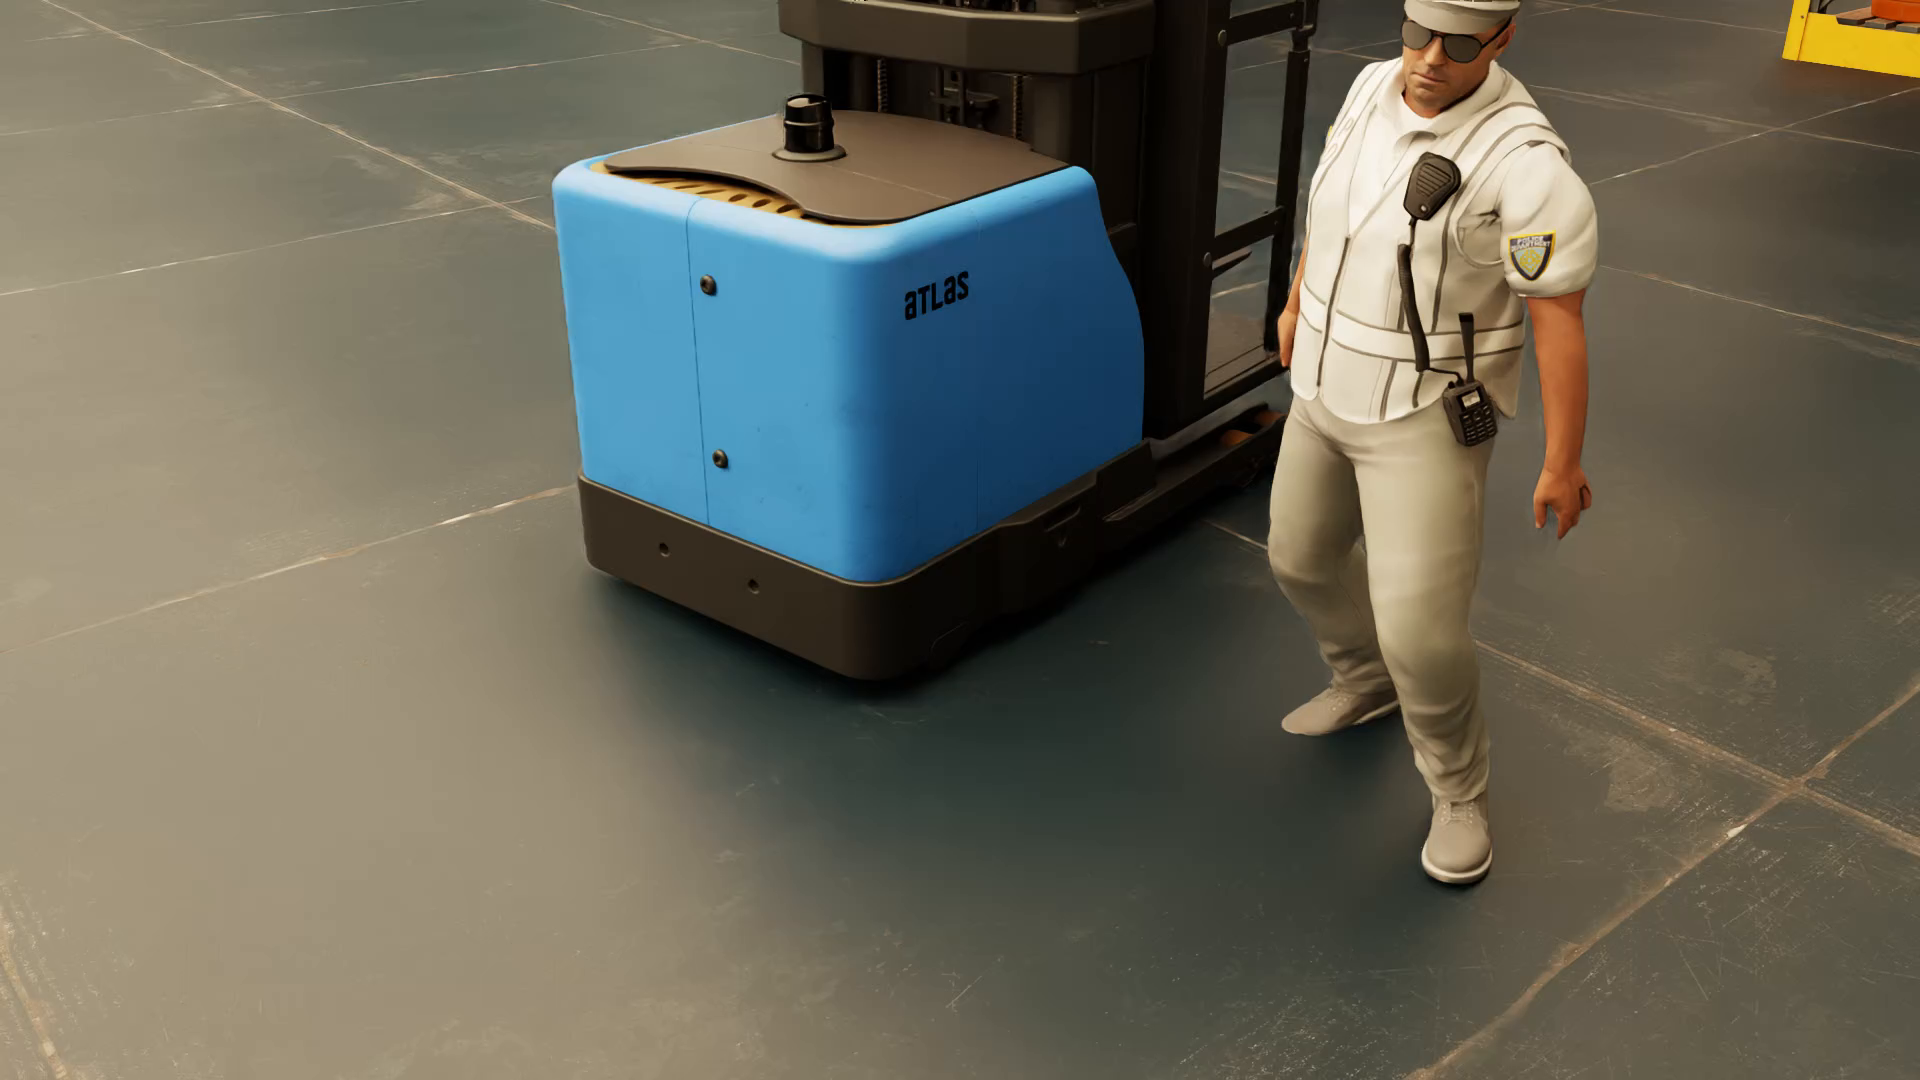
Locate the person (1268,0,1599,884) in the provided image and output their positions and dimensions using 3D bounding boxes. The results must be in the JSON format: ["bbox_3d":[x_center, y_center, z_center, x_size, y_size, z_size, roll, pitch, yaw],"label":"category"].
[{"bbox_3d":[0.863,-0.268,3.193,0.461,1.733,0.878,-13,29,-24],"label":"person"}]

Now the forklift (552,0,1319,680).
[{"bbox_3d":[0.354,-1.587,4.402,1.130,2.935,3.031,20,32,34],"label":"forklift"}]
